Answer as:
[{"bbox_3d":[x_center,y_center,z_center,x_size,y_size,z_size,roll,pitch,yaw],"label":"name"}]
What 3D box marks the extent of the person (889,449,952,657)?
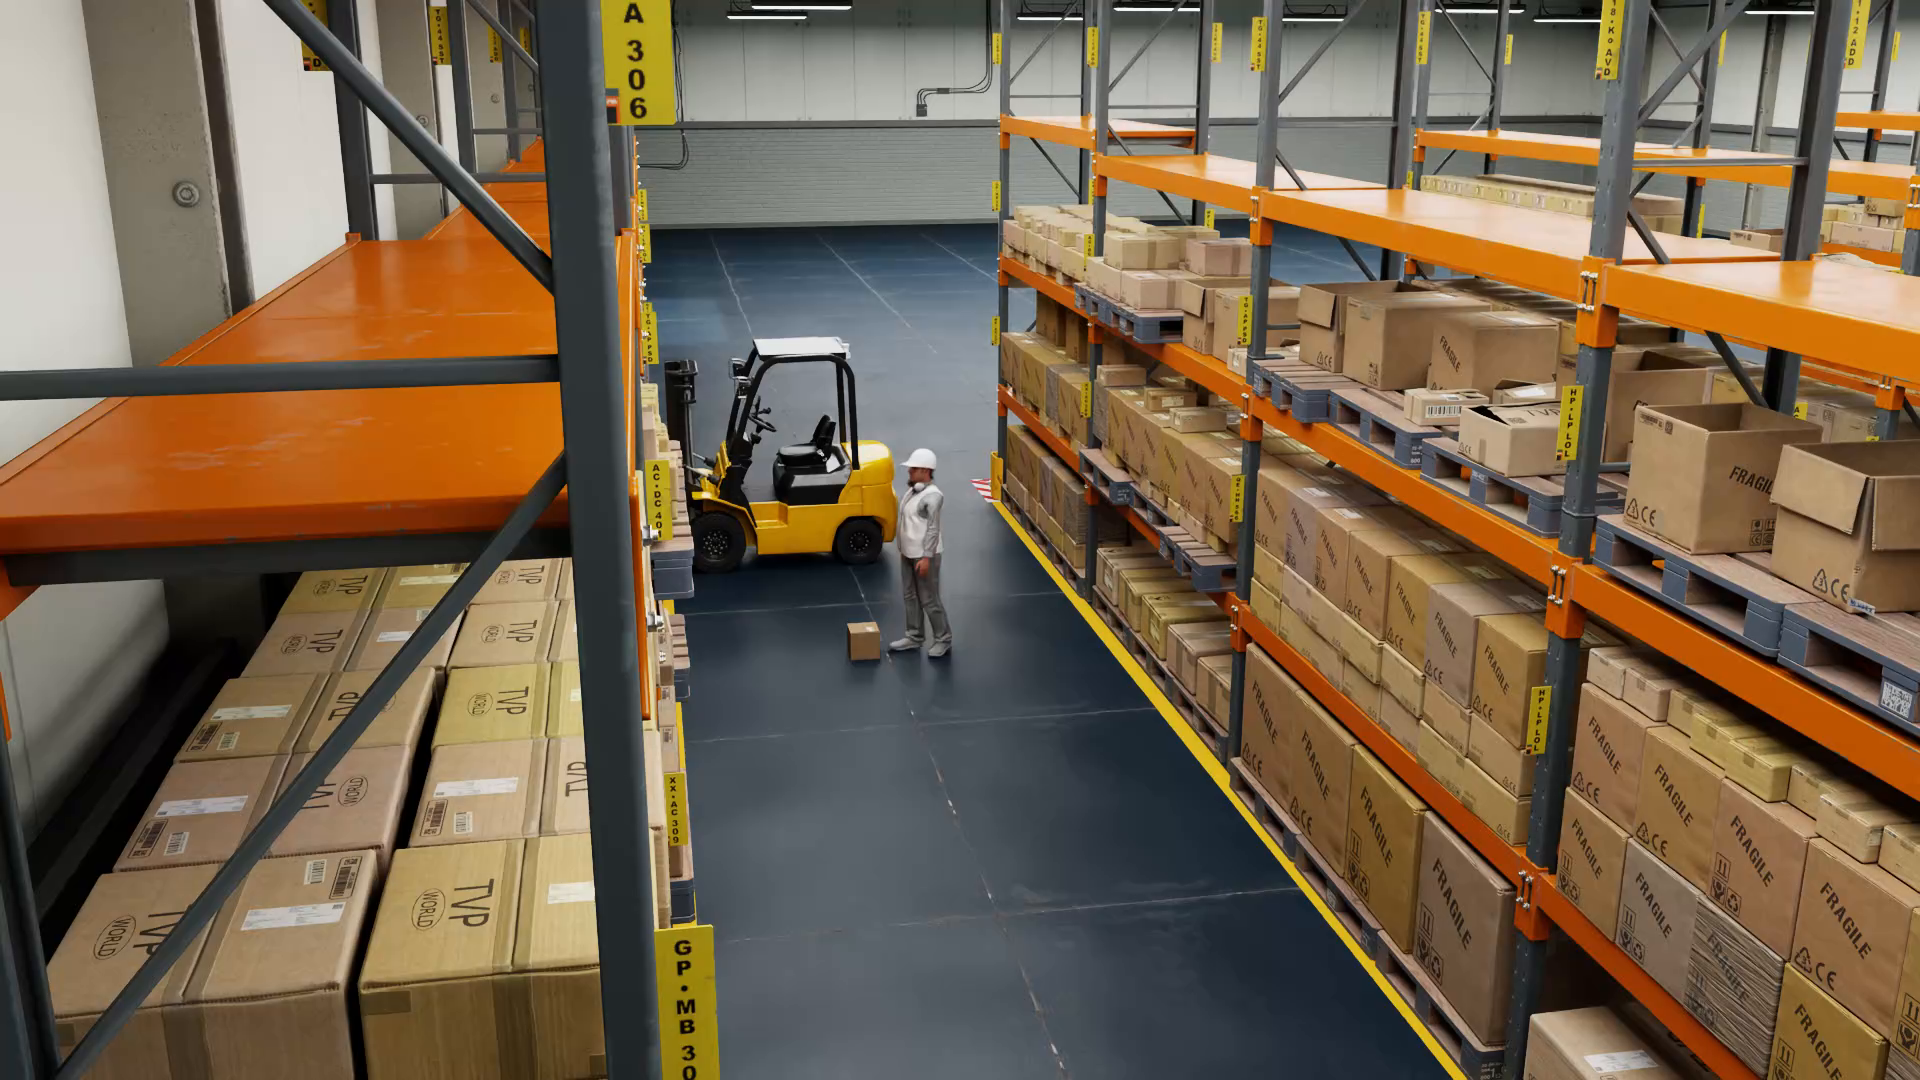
[{"bbox_3d":[-0.337,0.106,14.102,0.505,1.776,0.555,-7,18,-23],"label":"person"}]
